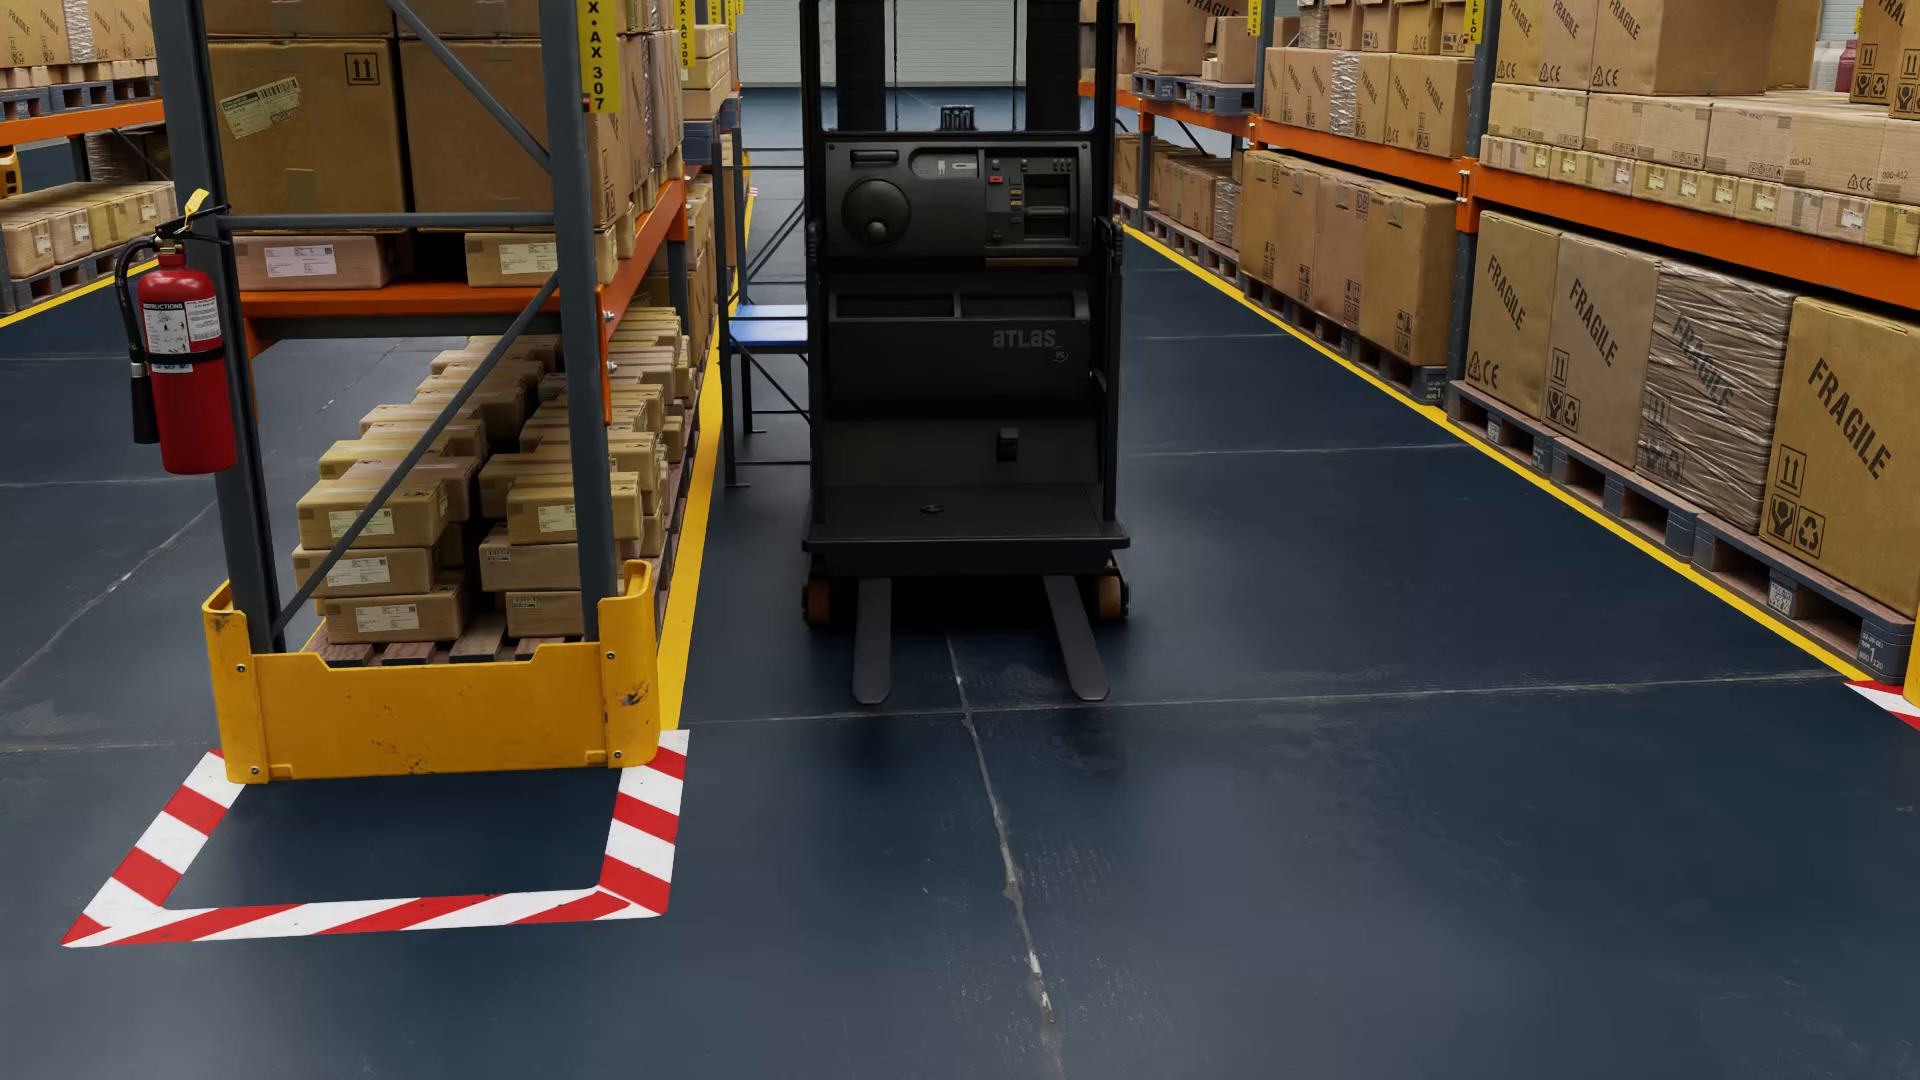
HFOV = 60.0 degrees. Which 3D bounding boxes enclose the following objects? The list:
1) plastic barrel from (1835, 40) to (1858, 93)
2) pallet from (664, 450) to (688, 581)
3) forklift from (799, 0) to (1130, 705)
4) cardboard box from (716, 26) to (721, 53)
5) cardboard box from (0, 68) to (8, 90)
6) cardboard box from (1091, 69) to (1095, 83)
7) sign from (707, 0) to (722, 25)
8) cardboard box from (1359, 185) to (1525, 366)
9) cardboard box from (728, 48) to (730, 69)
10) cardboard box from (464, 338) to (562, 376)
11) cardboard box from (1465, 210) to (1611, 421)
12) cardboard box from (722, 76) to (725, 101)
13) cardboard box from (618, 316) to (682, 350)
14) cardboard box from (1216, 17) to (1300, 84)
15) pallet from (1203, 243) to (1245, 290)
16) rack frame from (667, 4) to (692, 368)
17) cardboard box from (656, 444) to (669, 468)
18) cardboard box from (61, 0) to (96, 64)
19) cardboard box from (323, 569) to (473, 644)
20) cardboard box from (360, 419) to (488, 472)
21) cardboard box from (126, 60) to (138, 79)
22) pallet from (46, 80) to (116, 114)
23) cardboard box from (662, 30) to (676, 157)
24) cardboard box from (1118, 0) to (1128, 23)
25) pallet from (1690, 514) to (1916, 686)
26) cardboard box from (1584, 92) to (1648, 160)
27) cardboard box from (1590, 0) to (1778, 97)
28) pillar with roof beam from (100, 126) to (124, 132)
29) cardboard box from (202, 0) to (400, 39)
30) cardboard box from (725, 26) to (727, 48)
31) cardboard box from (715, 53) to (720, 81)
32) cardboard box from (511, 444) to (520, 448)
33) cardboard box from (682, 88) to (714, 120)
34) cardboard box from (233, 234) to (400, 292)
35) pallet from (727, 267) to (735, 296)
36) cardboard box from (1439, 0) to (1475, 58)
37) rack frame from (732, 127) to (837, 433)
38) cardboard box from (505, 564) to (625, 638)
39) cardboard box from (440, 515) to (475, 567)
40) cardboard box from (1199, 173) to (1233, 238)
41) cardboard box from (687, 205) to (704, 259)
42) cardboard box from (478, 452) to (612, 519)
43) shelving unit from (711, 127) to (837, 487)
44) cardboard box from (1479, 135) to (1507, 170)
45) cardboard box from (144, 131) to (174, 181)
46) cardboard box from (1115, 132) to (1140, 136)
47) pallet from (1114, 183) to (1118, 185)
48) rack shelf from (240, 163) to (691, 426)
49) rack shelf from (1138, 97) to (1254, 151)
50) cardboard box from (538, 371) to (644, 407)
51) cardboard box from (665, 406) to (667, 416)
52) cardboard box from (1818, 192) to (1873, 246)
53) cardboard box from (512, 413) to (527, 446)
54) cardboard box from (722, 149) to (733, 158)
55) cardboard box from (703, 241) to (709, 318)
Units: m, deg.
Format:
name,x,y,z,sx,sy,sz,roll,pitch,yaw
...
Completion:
name,x,y,z,sx,sy,sz,roll,pitch,yaw
plastic barrel,7.247,-3.661,13.103,0.600,0.536,0.708,-2,18,-6
pallet,-1.628,-0.106,6.661,1.003,0.211,1.213,-2,18,-6
forklift,0.006,-1.199,5.604,1.130,2.935,3.031,-1,17,-2
cardboard box,-1.579,-2.880,9.569,0.380,0.149,0.250,-1,17,-4
cardboard box,-7.032,-3.276,11.823,0.380,0.149,0.250,-3,18,-9
cardboard box,1.701,-5.262,18.848,0.380,0.149,0.250,-2,18,-6
sign,-1.736,-3.725,11.734,0.100,0.325,0.005,-2,18,-6
cardboard box,2.996,-1.499,9.290,1.225,0.875,0.875,-2,18,-5
cardboard box,-1.771,-3.280,11.340,0.380,0.149,0.250,-1,17,-5
cardboard box,-1.938,-0.780,7.218,0.380,0.149,0.250,-2,18,-7
cardboard box,3.071,-1.110,8.051,0.875,0.875,0.875,-2,18,-6
cardboard box,-1.639,-2.756,10.167,0.380,0.149,0.250,-1,17,-4
cardboard box,-1.500,-0.950,7.762,0.380,0.149,0.250,-2,17,-5
cardboard box,2.417,-3.885,13.176,0.700,0.500,0.500,1,17,3
pallet,2.590,-2.217,13.385,1.003,0.211,1.213,-2,18,-6
rack frame,-1.862,-1.999,8.037,1.000,3.000,0.127,-2,18,-6
cardboard box,-1.358,-0.274,6.601,0.380,0.149,0.250,-2,18,-6
cardboard box,-7.170,-4.001,13.050,0.500,0.500,0.500,-2,18,-8
cardboard box,-1.711,0.202,5.085,0.380,0.149,0.250,-1,17,-5
cardboard box,-1.841,-0.310,5.723,0.380,0.149,0.250,-2,18,-8
cardboard box,-7.201,-3.981,14.067,0.380,0.149,0.250,-2,18,-7
pallet,-7.433,-3.505,13.154,1.003,0.211,1.213,-2,18,-6
cardboard box,-1.479,-1.899,7.054,0.500,0.500,0.500,-2,18,-7
cardboard box,1.884,-5.447,16.687,0.500,0.500,0.500,-2,18,-6
pallet,3.334,0.164,5.802,1.003,0.211,1.213,-2,18,-6
cardboard box,2.975,-1.742,6.972,0.500,0.250,0.500,-1,17,-4
cardboard box,2.979,-2.098,6.854,0.500,0.500,0.500,-2,18,-7
pillar with roof beam,-10.730,-11.572,28.514,9.100,9.000,0.400,-2,18,-6
cardboard box,-1.744,-1.603,4.442,0.500,0.500,0.500,-2,18,-7
cardboard box,-1.717,-3.271,10.812,0.380,0.149,0.250,-1,17,-4
cardboard box,-1.558,-2.665,9.380,0.380,0.149,0.250,-1,17,-3
cardboard box,-1.970,-0.336,6.797,0.380,0.149,0.250,-2,18,-7
cardboard box,-1.445,-2.211,8.431,0.380,0.149,0.250,-3,18,-8
cardboard box,-1.764,-0.776,4.561,0.380,0.149,0.250,-2,18,-6
pallet,-2.281,-2.098,13.007,1.003,0.211,1.213,-2,18,-6
cardboard box,3.008,-2.839,8.870,0.797,0.503,0.637,-2,18,-7
rack frame,-0.843,-1.264,8.199,0.500,1.500,0.032,-1,17,-2
cardboard box,-1.185,0.186,5.134,0.380,0.149,0.250,-1,17,-5
cardboard box,-1.761,-0.018,5.287,0.380,0.149,0.250,-2,18,-7
cardboard box,2.445,-2.864,14.230,0.700,0.500,0.500,0,17,-1
cardboard box,-1.733,-1.752,9.469,0.500,0.250,0.500,-1,17,-4
cardboard box,-1.313,-0.177,5.297,0.380,0.149,0.250,-1,17,-5
shelving unit,-0.820,-1.112,7.715,0.538,1.500,1.048,-1,17,-2
cardboard box,2.782,-1.904,8.154,0.380,0.149,0.250,-2,18,-6
cardboard box,-7.392,-3.630,15.870,0.500,0.500,0.500,-1,17,-3
cardboard box,1.892,-4.519,19.535,0.500,0.500,0.500,1,17,5
pallet,1.901,-4.101,19.389,1.003,0.211,1.213,-2,18,-6
rack shelf,-1.656,-1.060,6.247,1.077,0.370,4.000,-2,18,-6
rack shelf,2.463,-3.567,14.231,1.077,0.370,4.000,-2,18,-6
cardboard box,-1.442,-0.562,6.523,0.380,0.149,0.250,-2,18,-6
cardboard box,-1.454,-0.585,7.094,0.380,0.149,0.250,-1,17,-4
cardboard box,3.077,-1.059,5.463,0.380,0.149,0.250,-2,18,-6
cardboard box,-1.973,-0.479,6.757,0.380,0.149,0.250,-2,18,-6
cardboard box,-2.341,-2.763,13.524,1.050,0.750,0.750,-2,17,-5
cardboard box,-1.798,-1.549,10.074,0.500,0.500,0.500,-1,17,-5
